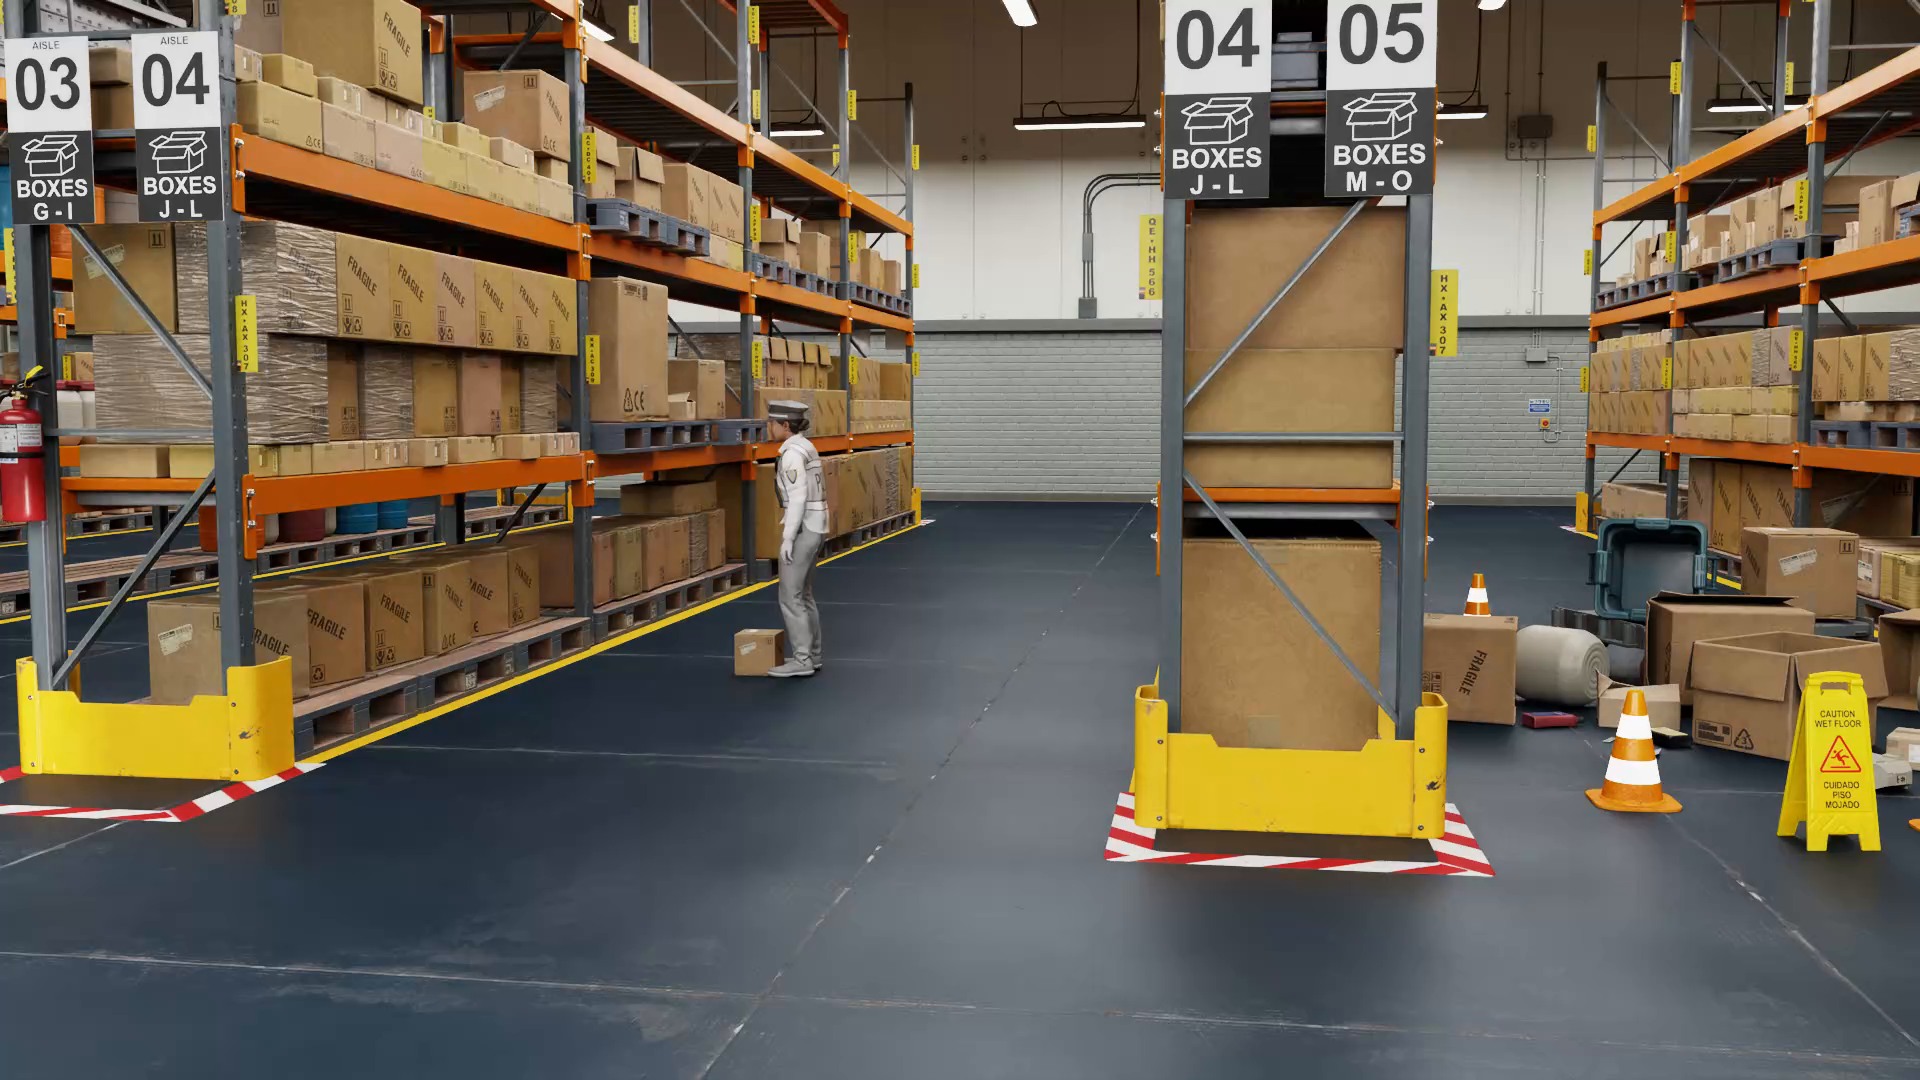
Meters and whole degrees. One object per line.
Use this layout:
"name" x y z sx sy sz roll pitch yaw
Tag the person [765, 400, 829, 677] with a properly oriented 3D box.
"person" -0.984 -0.015 10.065 0.376 1.663 0.544 0 5 5
